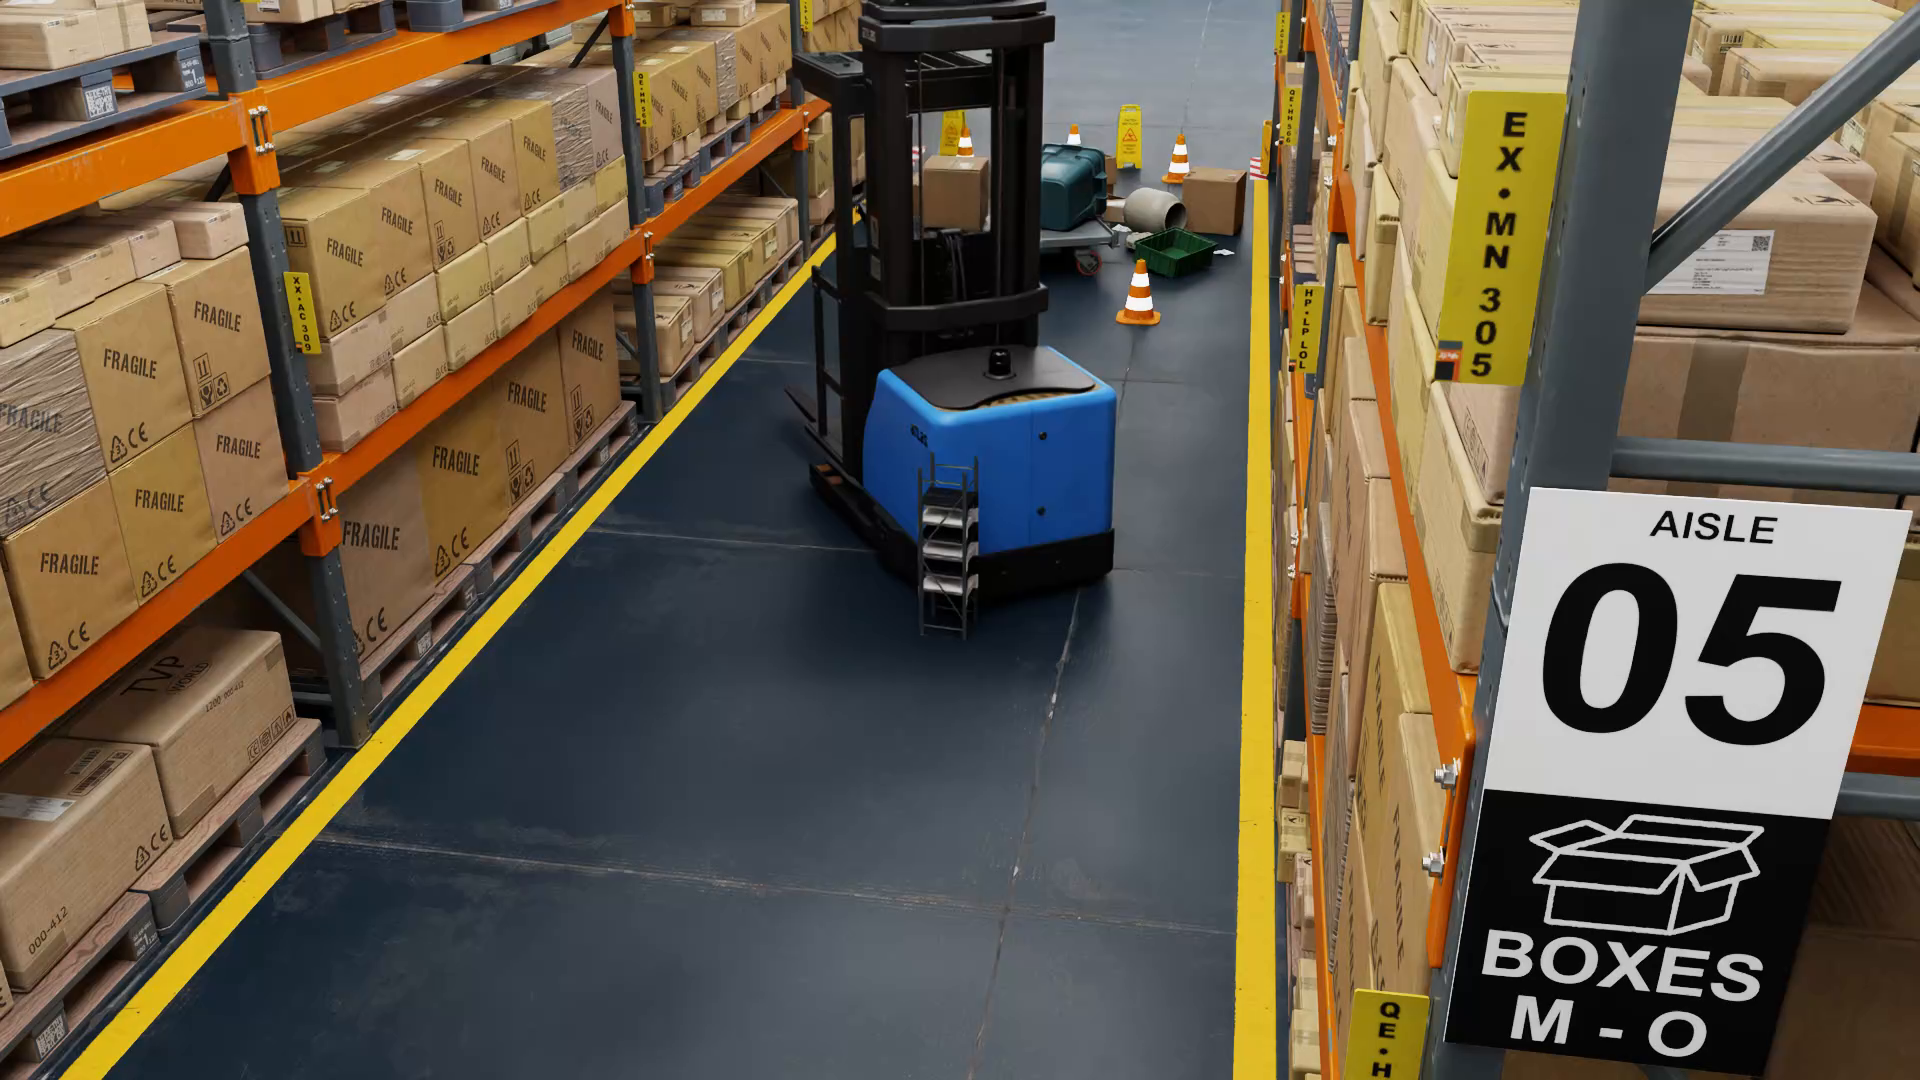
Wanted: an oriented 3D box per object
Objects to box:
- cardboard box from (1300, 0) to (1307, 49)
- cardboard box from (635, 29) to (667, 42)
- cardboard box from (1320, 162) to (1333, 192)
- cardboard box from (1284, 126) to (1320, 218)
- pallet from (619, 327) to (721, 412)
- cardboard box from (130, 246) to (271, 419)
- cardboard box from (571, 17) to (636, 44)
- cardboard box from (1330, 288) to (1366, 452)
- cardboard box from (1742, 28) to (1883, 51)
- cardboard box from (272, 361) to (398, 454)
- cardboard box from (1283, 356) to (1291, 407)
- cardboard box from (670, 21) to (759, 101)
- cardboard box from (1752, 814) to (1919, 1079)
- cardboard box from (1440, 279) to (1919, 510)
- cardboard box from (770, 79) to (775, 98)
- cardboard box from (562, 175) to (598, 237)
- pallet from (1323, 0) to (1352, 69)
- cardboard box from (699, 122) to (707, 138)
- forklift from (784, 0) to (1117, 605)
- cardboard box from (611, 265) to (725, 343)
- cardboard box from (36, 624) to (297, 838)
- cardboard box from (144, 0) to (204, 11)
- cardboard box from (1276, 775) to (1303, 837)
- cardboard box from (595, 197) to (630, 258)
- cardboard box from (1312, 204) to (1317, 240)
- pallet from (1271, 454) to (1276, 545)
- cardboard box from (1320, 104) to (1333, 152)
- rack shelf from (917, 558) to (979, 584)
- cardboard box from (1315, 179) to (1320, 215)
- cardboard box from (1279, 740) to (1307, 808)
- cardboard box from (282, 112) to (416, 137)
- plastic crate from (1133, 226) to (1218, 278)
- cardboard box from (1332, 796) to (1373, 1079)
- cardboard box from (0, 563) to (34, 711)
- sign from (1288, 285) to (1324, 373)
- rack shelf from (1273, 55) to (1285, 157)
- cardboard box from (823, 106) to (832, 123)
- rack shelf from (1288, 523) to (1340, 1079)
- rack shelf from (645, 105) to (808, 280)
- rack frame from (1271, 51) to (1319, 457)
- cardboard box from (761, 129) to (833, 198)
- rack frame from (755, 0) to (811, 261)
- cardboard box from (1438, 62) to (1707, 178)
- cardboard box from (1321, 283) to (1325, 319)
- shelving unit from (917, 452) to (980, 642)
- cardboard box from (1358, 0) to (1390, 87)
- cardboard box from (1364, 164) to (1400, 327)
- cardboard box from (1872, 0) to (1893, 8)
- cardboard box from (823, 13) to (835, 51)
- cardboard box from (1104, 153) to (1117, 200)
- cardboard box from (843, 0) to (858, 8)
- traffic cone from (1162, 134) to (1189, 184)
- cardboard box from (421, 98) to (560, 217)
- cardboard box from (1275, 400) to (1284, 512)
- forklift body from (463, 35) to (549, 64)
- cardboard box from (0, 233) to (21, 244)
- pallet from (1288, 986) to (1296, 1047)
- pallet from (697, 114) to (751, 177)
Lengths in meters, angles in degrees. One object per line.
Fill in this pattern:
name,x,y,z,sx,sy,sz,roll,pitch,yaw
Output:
cardboard box,3.190,-4.248,13.336,0.875,0.550,0.550,4,25,9
cardboard box,-2.413,-3.402,12.017,0.500,0.500,0.500,3,25,6
cardboard box,2.134,-1.919,8.911,0.380,0.149,0.250,3,25,7
cardboard box,2.333,-2.327,10.564,0.500,0.500,0.500,4,25,9
pallet,-2.329,-1.230,11.629,1.003,0.211,1.213,4,25,9
cardboard box,-2.917,-0.775,6.070,0.500,0.500,0.500,4,25,8
cardboard box,-2.469,-3.534,11.533,0.380,0.149,0.250,3,25,6
cardboard box,1.404,-0.436,4.995,0.500,0.500,0.500,3,25,7
cardboard box,1.703,-0.871,3.152,0.380,0.149,0.250,5,26,10
cardboard box,-2.780,-0.591,7.152,0.500,0.250,0.500,3,25,7
cardboard box,2.007,-0.780,8.946,0.500,0.250,0.500,4,25,8
cardboard box,-1.824,-3.578,12.391,0.500,0.500,0.500,5,26,10
cardboard box,1.469,0.678,2.615,0.500,0.500,0.500,4,25,8
cardboard box,0.958,-0.247,2.289,0.500,0.250,0.500,3,25,7
cardboard box,-1.677,-3.572,13.145,0.380,0.149,0.250,3,25,7
cardboard box,-2.367,-1.890,9.337,0.500,0.250,0.500,3,25,7
pallet,2.160,-2.151,6.991,1.213,0.211,1.003,4,25,9
cardboard box,-2.017,-2.934,11.780,0.380,0.149,0.250,5,26,11
forklift,-0.241,-1.599,9.209,1.130,2.935,3.031,-10,27,-21
cardboard box,-2.243,-1.711,11.972,0.950,0.372,0.625,4,25,8
cardboard box,-3.321,0.732,6.675,0.875,0.438,0.875,4,25,8
cardboard box,-3.175,-2.385,6.879,0.500,0.311,0.500,4,25,9
cardboard box,1.412,1.038,6.361,0.380,0.149,0.250,3,25,6
cardboard box,-2.285,-1.869,9.882,0.500,0.250,0.500,3,25,7
cardboard box,2.169,-1.769,9.292,0.380,0.149,0.250,4,25,8
pallet,2.313,-0.276,9.591,1.003,0.211,1.213,4,25,9
cardboard box,2.525,-2.551,9.864,0.700,0.500,0.500,4,25,8
rack shelf,-0.056,0.149,8.162,0.258,0.077,0.200,7,26,14
cardboard box,2.165,-1.889,9.197,0.380,0.149,0.250,5,26,11
cardboard box,1.413,0.903,6.299,0.380,0.149,0.250,5,26,11
cardboard box,-3.037,-1.841,8.347,0.500,0.500,0.500,4,25,9
plastic crate,1.831,-2.455,14.205,0.450,0.188,0.662,29,36,30
cardboard box,1.043,0.879,3.364,0.500,0.500,0.500,4,25,8
cardboard box,-3.183,0.318,4.915,0.500,0.500,0.500,5,26,10
sign,1.240,-0.754,5.957,0.100,0.325,0.005,4,25,9
rack shelf,3.422,-4.049,15.211,1.077,0.370,4.000,4,25,9
cardboard box,-1.280,-3.909,15.161,0.380,0.149,0.250,5,26,11
rack shelf,1.461,0.969,4.489,1.077,0.370,4.000,4,25,9
rack shelf,-2.131,-2.677,12.280,1.077,0.370,4.000,4,25,9
rack frame,2.442,-1.866,9.698,1.000,3.000,0.127,4,25,9
cardboard box,-1.442,-3.352,14.736,0.500,0.500,0.500,5,26,11
rack frame,-1.805,-3.839,13.914,1.000,3.000,0.127,4,25,9
cardboard box,1.013,-0.699,2.783,0.380,0.149,0.250,4,25,9
cardboard box,1.911,-1.106,7.875,0.380,0.149,0.250,3,25,7
shelving unit,-0.056,0.037,8.109,0.258,0.900,0.210,7,26,14
cardboard box,1.473,-1.525,5.019,0.500,0.250,0.500,5,26,10
cardboard box,1.186,-0.663,3.767,0.500,0.250,0.500,5,26,11
cardboard box,8.022,-4.620,13.934,0.500,0.500,0.500,4,25,9
cardboard box,-1.399,-4.396,14.634,0.500,0.500,0.500,4,25,8
cardboard box,1.060,-3.472,16.073,0.797,0.503,0.637,-14,29,-27
cardboard box,-1.305,-5.062,14.877,0.700,0.500,0.500,3,25,7
traffic cone,2.261,-3.939,17.119,0.336,0.463,0.334,4,25,9
cardboard box,-2.448,-2.008,8.704,0.500,0.500,0.500,4,25,9
cardboard box,1.996,-0.435,9.095,0.500,0.500,0.500,4,25,9
forklift body,-4.559,-4.551,16.435,2.313,2.155,1.214,4,25,9
cardboard box,-3.446,-0.953,5.686,0.380,0.149,0.250,4,25,8
pallet,1.516,1.865,5.016,1.003,0.211,1.213,4,25,9
pallet,-2.175,-2.910,12.156,1.003,0.211,1.213,4,25,9
